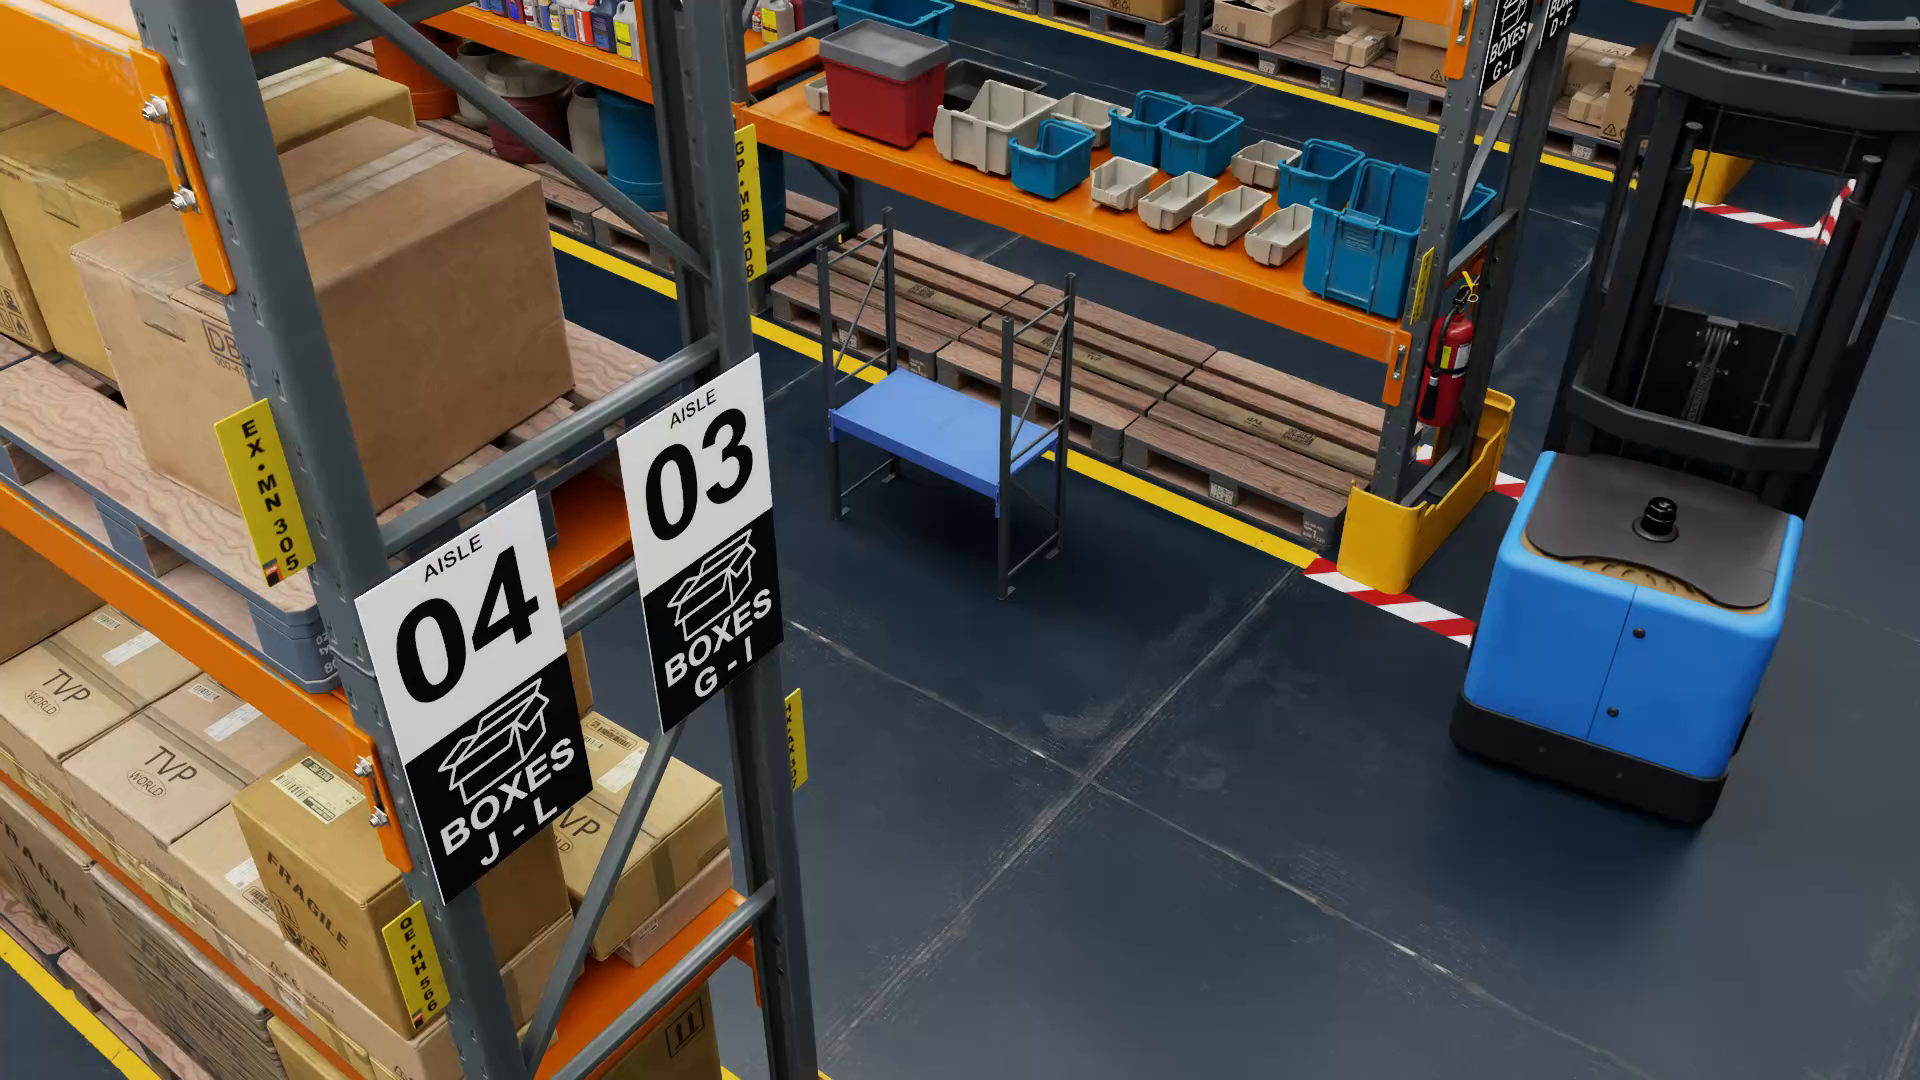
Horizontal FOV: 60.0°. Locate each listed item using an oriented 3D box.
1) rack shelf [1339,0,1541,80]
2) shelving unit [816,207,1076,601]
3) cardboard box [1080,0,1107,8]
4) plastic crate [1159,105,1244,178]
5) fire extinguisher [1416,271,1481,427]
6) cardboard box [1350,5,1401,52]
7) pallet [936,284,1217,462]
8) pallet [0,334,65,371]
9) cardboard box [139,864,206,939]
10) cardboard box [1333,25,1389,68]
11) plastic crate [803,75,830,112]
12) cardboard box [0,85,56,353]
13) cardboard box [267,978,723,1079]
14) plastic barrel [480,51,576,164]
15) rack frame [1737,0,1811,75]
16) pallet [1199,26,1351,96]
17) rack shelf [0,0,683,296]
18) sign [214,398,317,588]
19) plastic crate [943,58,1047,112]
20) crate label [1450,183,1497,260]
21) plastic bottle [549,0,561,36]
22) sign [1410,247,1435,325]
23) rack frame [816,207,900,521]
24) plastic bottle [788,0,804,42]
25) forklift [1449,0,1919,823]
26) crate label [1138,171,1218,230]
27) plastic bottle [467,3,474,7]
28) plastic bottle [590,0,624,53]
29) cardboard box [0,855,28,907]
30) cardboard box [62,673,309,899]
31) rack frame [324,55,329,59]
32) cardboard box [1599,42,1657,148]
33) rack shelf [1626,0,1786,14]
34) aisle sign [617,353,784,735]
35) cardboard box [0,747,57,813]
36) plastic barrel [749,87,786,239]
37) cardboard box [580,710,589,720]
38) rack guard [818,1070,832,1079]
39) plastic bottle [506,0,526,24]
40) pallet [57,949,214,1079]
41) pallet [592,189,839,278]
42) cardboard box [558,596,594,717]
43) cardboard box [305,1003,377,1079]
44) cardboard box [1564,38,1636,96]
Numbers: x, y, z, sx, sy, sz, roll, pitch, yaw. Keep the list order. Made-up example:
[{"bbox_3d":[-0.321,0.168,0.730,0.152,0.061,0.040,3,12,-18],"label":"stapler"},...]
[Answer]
[{"bbox_3d":[0.646,-2.907,7.541,4.000,0.370,1.077,25,45,29],"label":"rack shelf"},{"bbox_3d":[-0.068,-0.622,7.689,1.048,1.500,0.538,25,45,29],"label":"shelving unit"},{"bbox_3d":[1.116,-4.605,13.230,0.500,0.500,0.500,25,45,29],"label":"cardboard box"},{"bbox_3d":[1.193,-1.965,8.274,0.300,0.233,0.416,25,45,29],"label":"plastic crate"},{"bbox_3d":[2.079,-0.804,7.070,0.183,0.674,0.296,25,45,29],"label":"fire extinguisher"},{"bbox_3d":[3.291,-3.942,12.536,0.500,0.311,0.500,25,45,29],"label":"cardboard box"},{"bbox_3d":[0.639,-0.947,9.149,1.213,0.211,1.003,25,45,29],"label":"pallet"},{"bbox_3d":[-2.343,-0.710,4.224,1.213,0.211,1.003,25,45,29],"label":"pallet"},{"bbox_3d":[-2.069,0.910,4.719,0.250,0.149,0.380,24,44,28],"label":"cardboard box"},{"bbox_3d":[2.965,-3.658,12.291,0.250,0.166,0.380,25,45,29],"label":"cardboard box"},{"bbox_3d":[-0.659,-2.434,8.951,0.243,0.136,0.396,25,45,29],"label":"plastic crate"},{"bbox_3d":[-2.034,-0.868,3.851,0.500,0.500,0.700,22,43,26],"label":"cardboard box"},{"bbox_3d":[-1.331,1.636,4.971,0.875,0.875,0.875,25,45,29],"label":"cardboard box"},{"bbox_3d":[-2.823,-2.874,10.964,0.708,0.588,0.600,25,45,29],"label":"plastic barrel"},{"bbox_3d":[5.247,-3.684,10.383,0.127,3.000,1.000,25,45,29],"label":"rack frame"},{"bbox_3d":[2.615,-3.827,12.827,1.213,0.211,1.003,25,45,29],"label":"pallet"},{"bbox_3d":[-2.363,-1.505,3.642,4.000,0.370,1.077,25,45,29],"label":"rack shelf"},{"bbox_3d":[-1.115,-0.073,2.684,0.005,0.325,0.100,25,45,29],"label":"sign"},{"bbox_3d":[0.110,-2.386,8.899,0.590,0.125,0.437,25,45,29],"label":"plastic crate"},{"bbox_3d":[2.239,-1.472,7.644,0.303,0.233,0.416,25,45,29],"label":"crate label"},{"bbox_3d":[-2.358,-3.076,9.767,0.097,0.201,0.097,0,38,0],"label":"plastic bottle"},{"bbox_3d":[1.914,-1.049,6.885,0.005,0.325,0.100,25,45,29],"label":"sign"},{"bbox_3d":[-0.472,-0.813,7.932,0.032,1.500,0.500,25,45,29],"label":"rack frame"},{"bbox_3d":[-0.974,-3.059,9.679,0.133,0.283,0.061,25,45,29],"label":"plastic bottle"},{"bbox_3d":[3.182,-0.931,6.923,1.130,2.935,3.031,18,42,22],"label":"forklift"},{"bbox_3d":[1.020,-1.605,7.892,0.243,0.136,0.396,25,45,29],"label":"crate label"},{"bbox_3d":[-2.979,-3.396,10.119,0.097,0.271,0.097,0,38,0],"label":"plastic bottle"},{"bbox_3d":[-2.018,-2.992,9.539,0.185,0.351,0.144,25,45,29],"label":"plastic bottle"},{"bbox_3d":[-3.476,0.625,6.263,0.875,0.875,0.875,25,45,29],"label":"cardboard box"},{"bbox_3d":[-2.127,0.675,4.696,0.500,0.250,0.500,24,44,27],"label":"cardboard box"},{"bbox_3d":[-4.119,-4.256,11.114,0.127,3.000,1.000,25,45,29],"label":"rack frame"},{"bbox_3d":[4.666,-2.956,11.124,0.500,0.500,0.500,25,45,29],"label":"cardboard box"},{"bbox_3d":[3.659,-4.150,11.562,4.000,0.370,1.077,25,45,29],"label":"rack shelf"},{"bbox_3d":[-0.535,0.022,3.541,0.004,0.787,0.394,25,45,29],"label":"aisle sign"},{"bbox_3d":[-2.679,0.623,5.086,0.250,0.149,0.380,24,44,27],"label":"cardboard box"},{"bbox_3d":[-1.364,-2.310,9.989,0.708,0.901,0.600,25,45,29],"label":"plastic barrel"},{"bbox_3d":[-1.408,0.604,4.787,0.500,0.250,0.500,25,44,28],"label":"cardboard box"},{"bbox_3d":[-0.755,2.158,4.949,0.348,0.500,1.175,25,45,29],"label":"rack guard"},{"bbox_3d":[-2.645,-3.229,9.896,0.133,0.283,0.061,25,45,29],"label":"plastic bottle"},{"bbox_3d":[-2.422,1.545,5.967,1.213,0.211,1.003,25,45,29],"label":"pallet"},{"bbox_3d":[-1.530,-1.970,10.455,1.213,0.211,1.003,25,45,29],"label":"pallet"},{"bbox_3d":[-1.388,0.312,4.550,0.500,0.500,0.500,24,44,28],"label":"cardboard box"},{"bbox_3d":[-1.464,1.195,4.355,0.250,0.149,0.380,26,45,29],"label":"cardboard box"},{"bbox_3d":[4.591,-3.305,11.772,0.500,0.250,0.500,25,45,29],"label":"cardboard box"}]
